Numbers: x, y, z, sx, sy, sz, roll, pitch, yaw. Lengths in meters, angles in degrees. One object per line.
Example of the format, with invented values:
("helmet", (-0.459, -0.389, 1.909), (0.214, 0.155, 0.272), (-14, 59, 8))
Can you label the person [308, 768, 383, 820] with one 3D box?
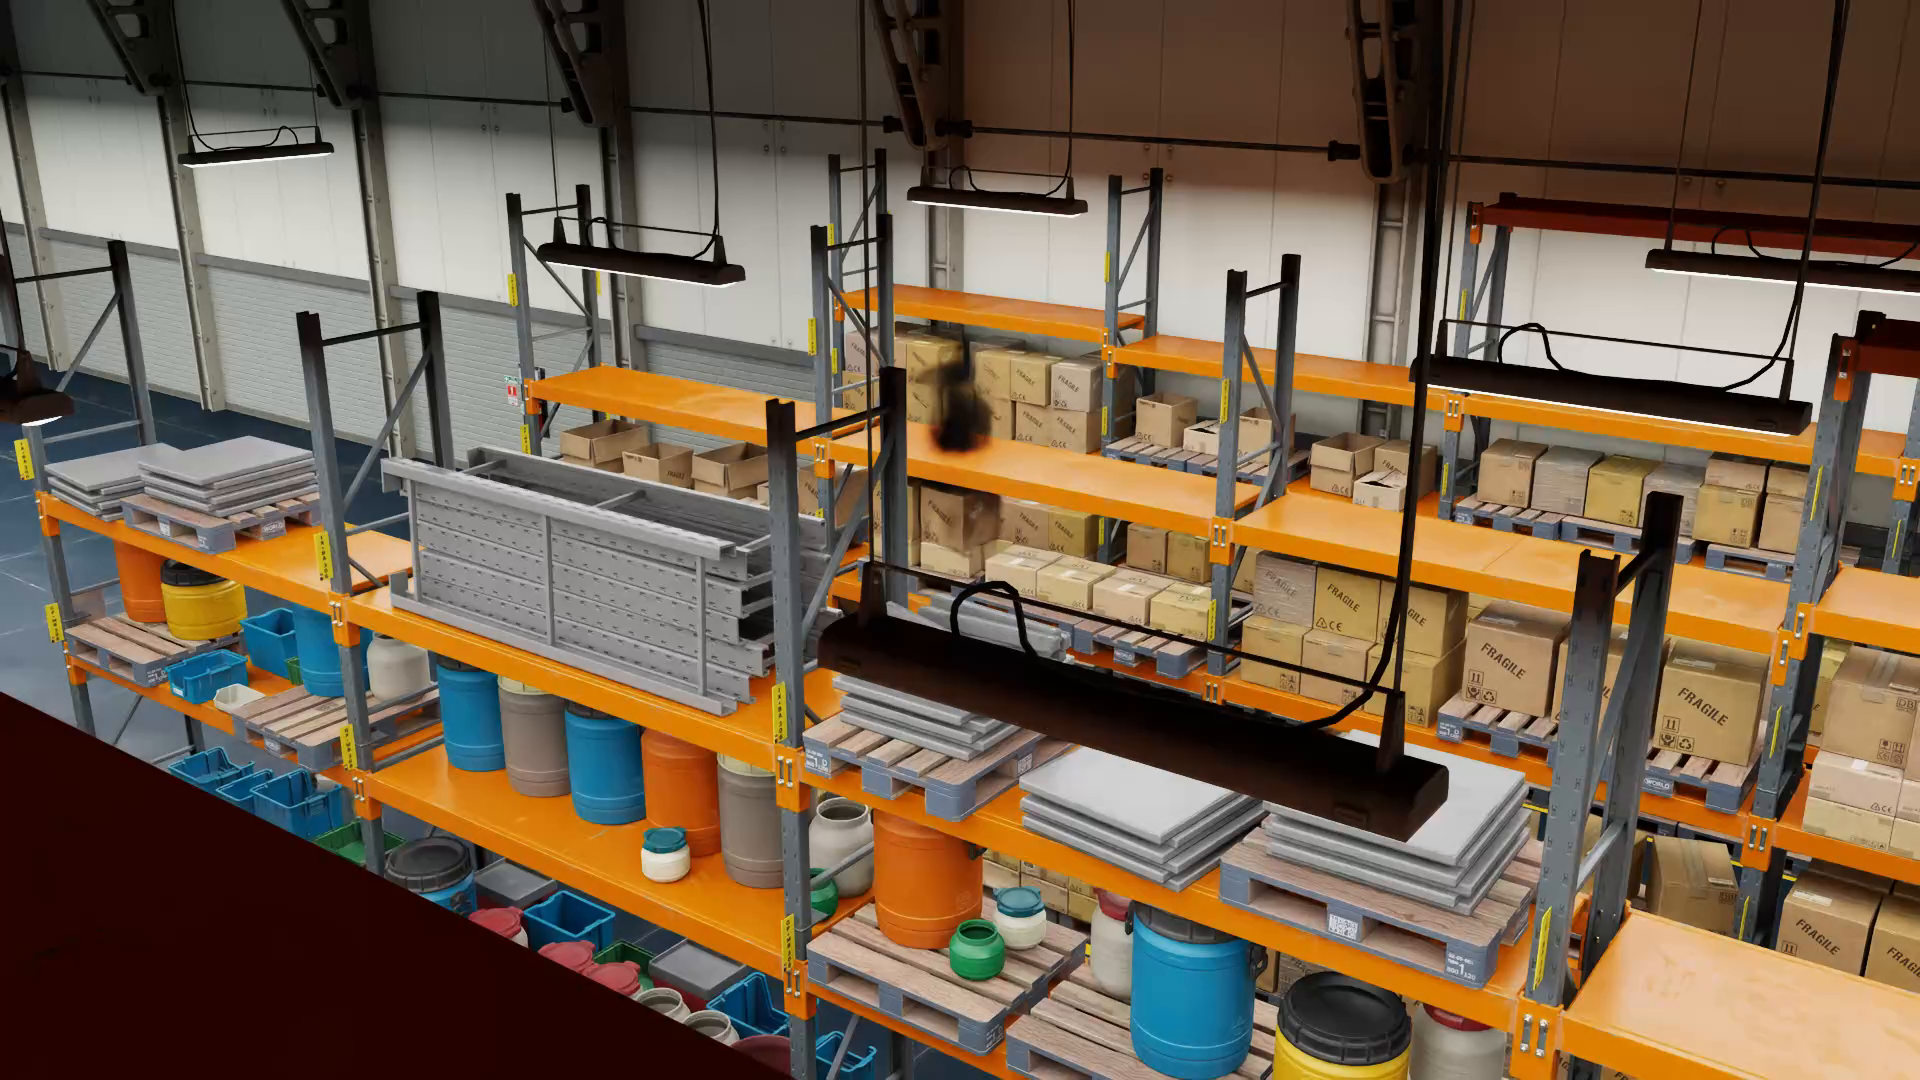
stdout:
("person", (-5.864, 2.238, 15.856), (0.692, 1.644, 0.770), (-7, 20, -20))

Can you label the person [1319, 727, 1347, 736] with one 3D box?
("person", (3.380, 2.363, 15.293), (0.830, 1.812, 0.664), (16, 25, 40))
